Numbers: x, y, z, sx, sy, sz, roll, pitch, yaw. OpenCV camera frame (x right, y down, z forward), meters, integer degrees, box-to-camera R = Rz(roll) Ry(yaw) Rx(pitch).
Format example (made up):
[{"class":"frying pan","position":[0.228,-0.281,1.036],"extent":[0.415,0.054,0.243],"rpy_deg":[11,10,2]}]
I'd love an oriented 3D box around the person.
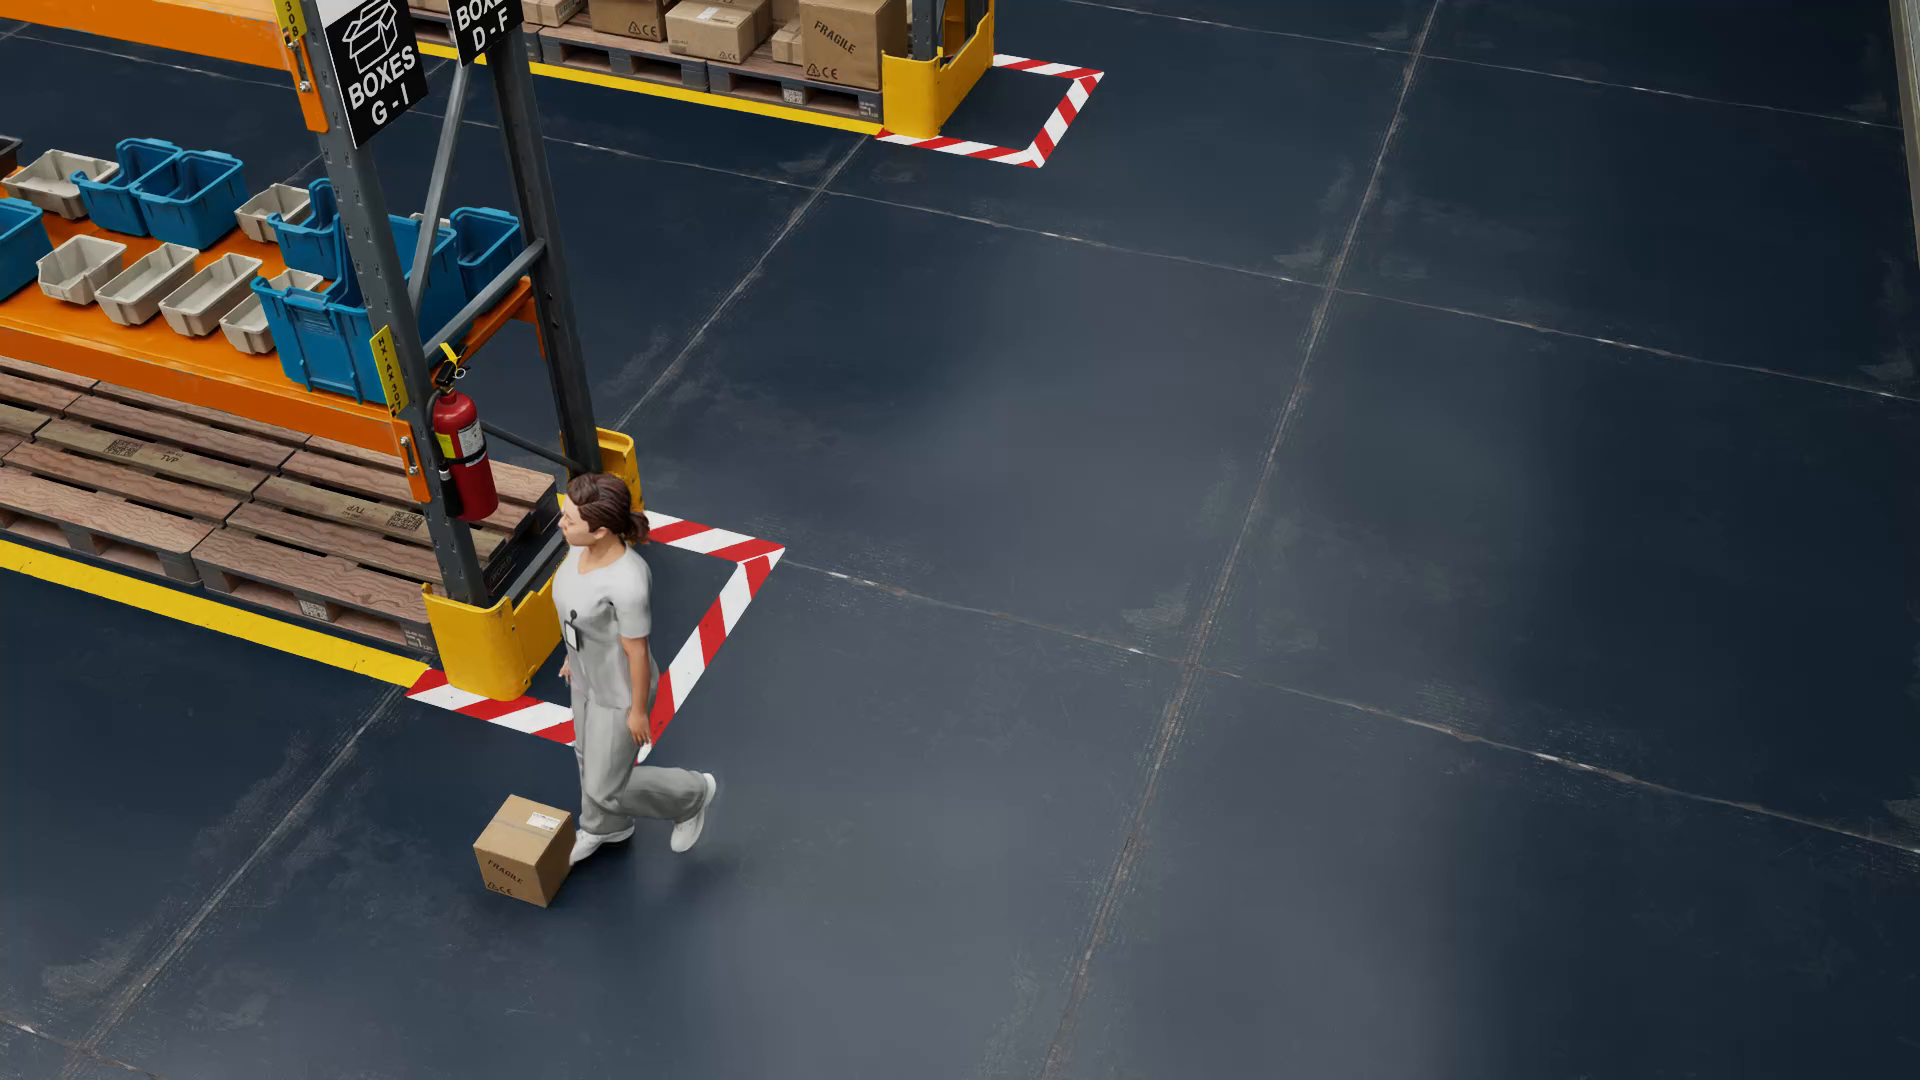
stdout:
[{"class":"person","position":[-1.194,0.480,5.588],"extent":[0.586,1.667,0.480],"rpy_deg":[-24,47,-25]}]
